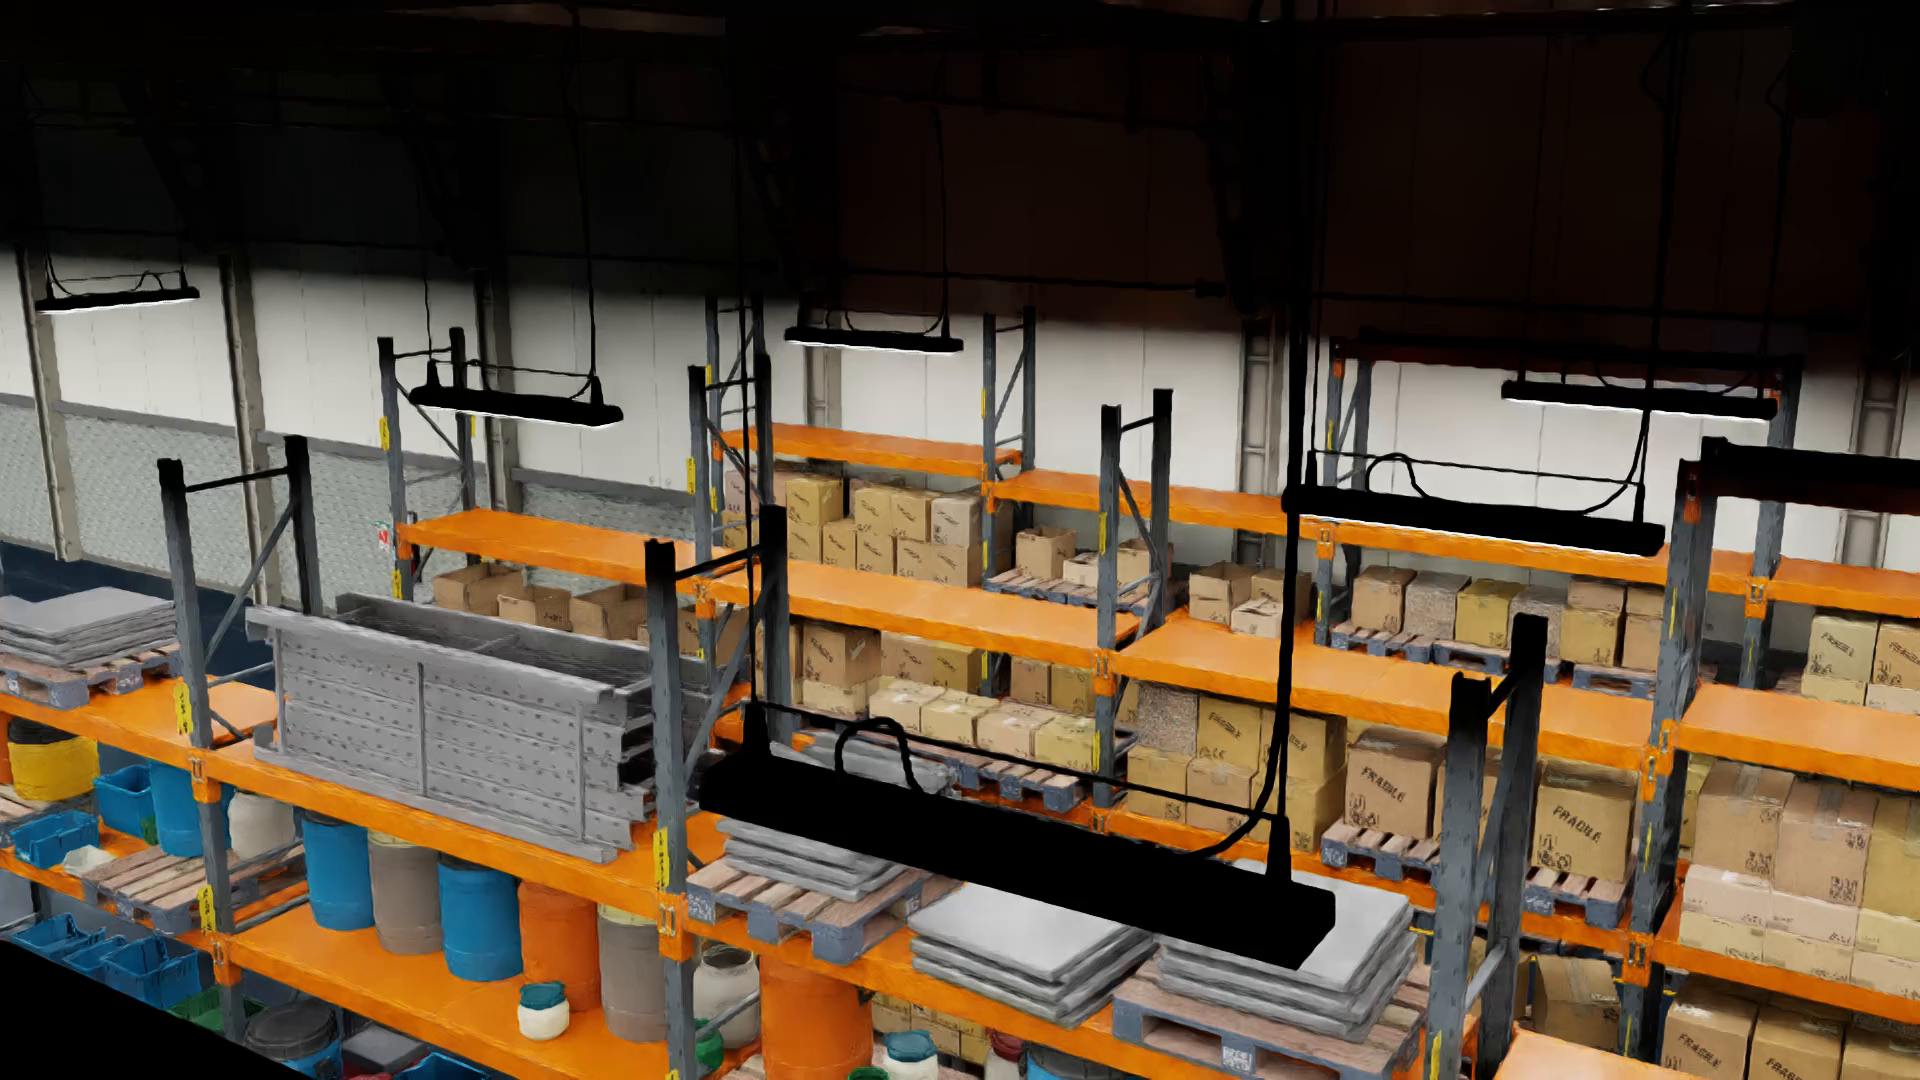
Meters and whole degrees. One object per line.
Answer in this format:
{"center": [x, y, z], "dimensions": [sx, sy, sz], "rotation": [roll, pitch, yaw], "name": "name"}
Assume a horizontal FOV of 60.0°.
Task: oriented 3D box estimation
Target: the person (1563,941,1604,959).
{"center": [5.706, 3.607, 15.128], "dimensions": [0.578, 1.714, 0.719], "rotation": [8, 16, 29], "name": "person"}
